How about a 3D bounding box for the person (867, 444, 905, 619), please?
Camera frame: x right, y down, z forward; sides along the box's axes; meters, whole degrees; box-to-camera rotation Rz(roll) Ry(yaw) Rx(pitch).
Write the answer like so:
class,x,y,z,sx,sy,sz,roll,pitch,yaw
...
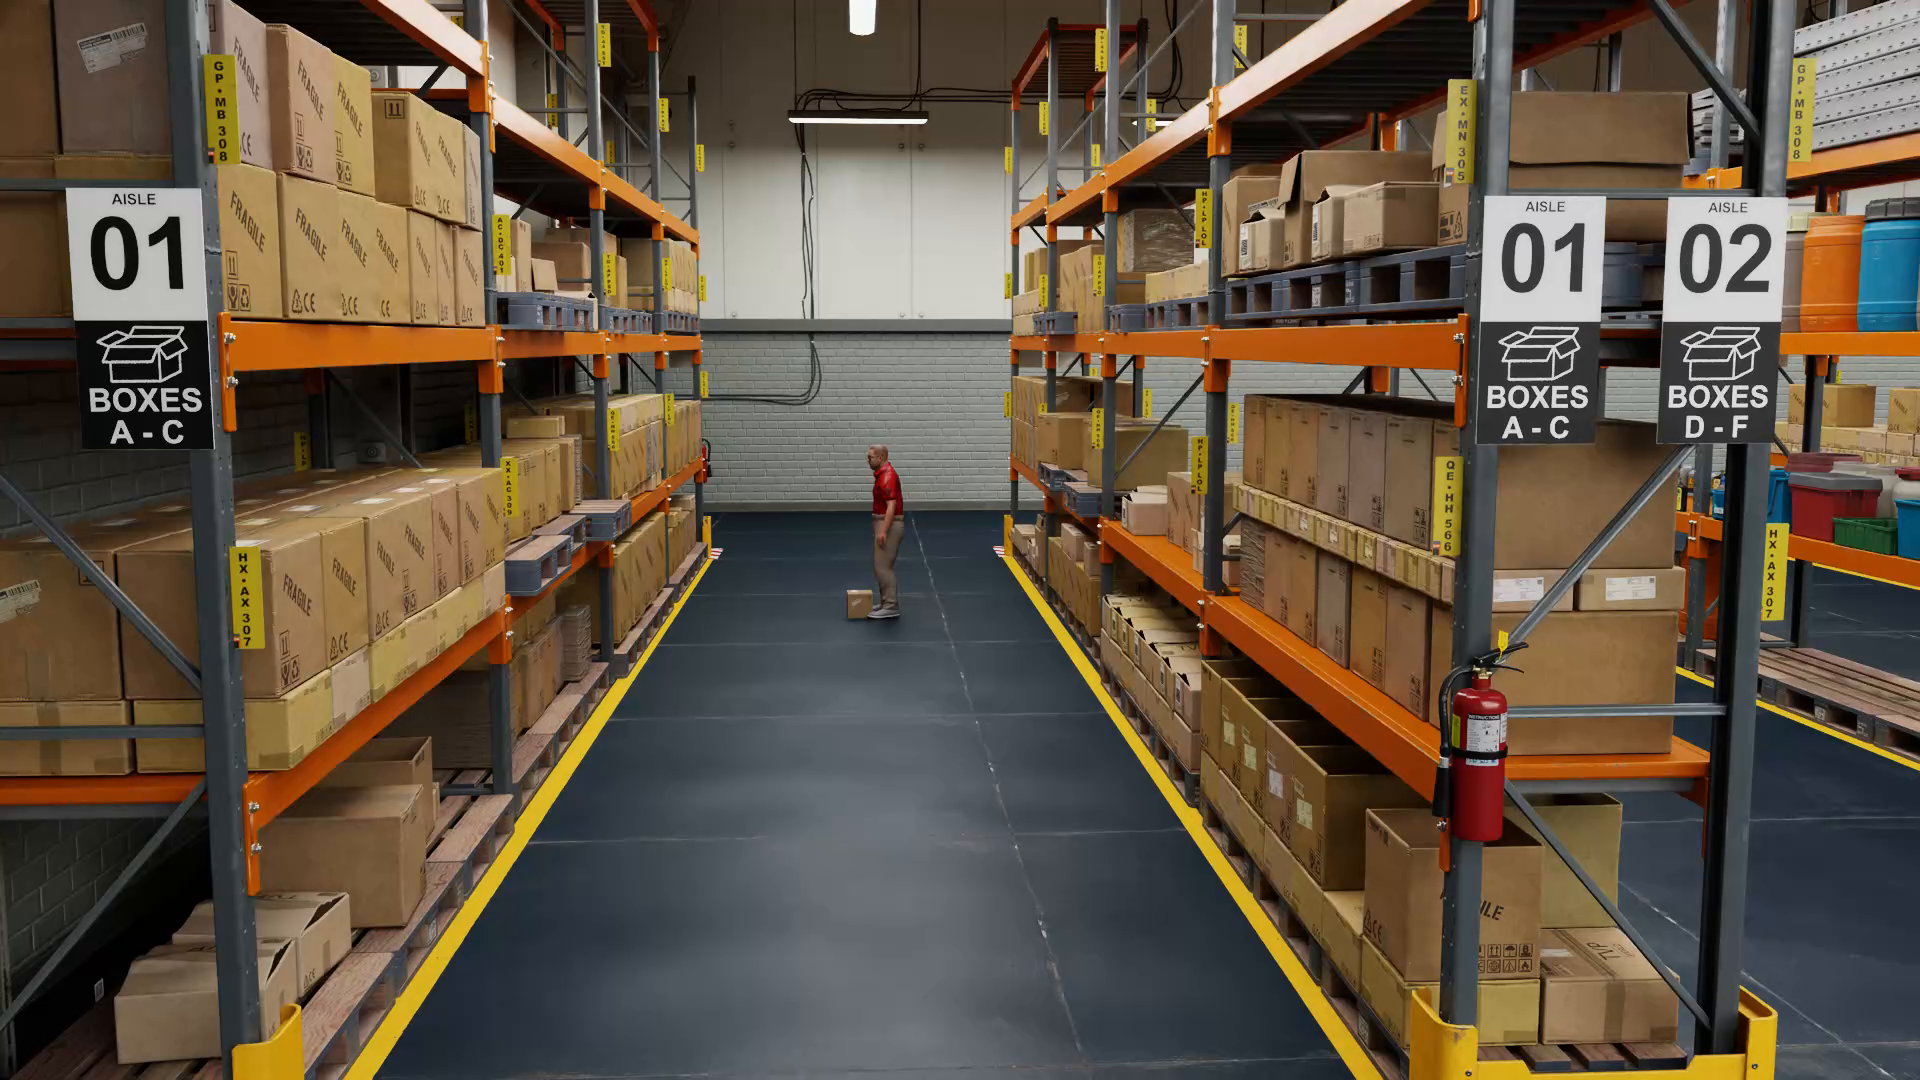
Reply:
class,x,y,z,sx,sy,sz,roll,pitch,yaw
person,-0.752,-0.095,16.593,0.382,1.728,0.603,-1,7,-6
